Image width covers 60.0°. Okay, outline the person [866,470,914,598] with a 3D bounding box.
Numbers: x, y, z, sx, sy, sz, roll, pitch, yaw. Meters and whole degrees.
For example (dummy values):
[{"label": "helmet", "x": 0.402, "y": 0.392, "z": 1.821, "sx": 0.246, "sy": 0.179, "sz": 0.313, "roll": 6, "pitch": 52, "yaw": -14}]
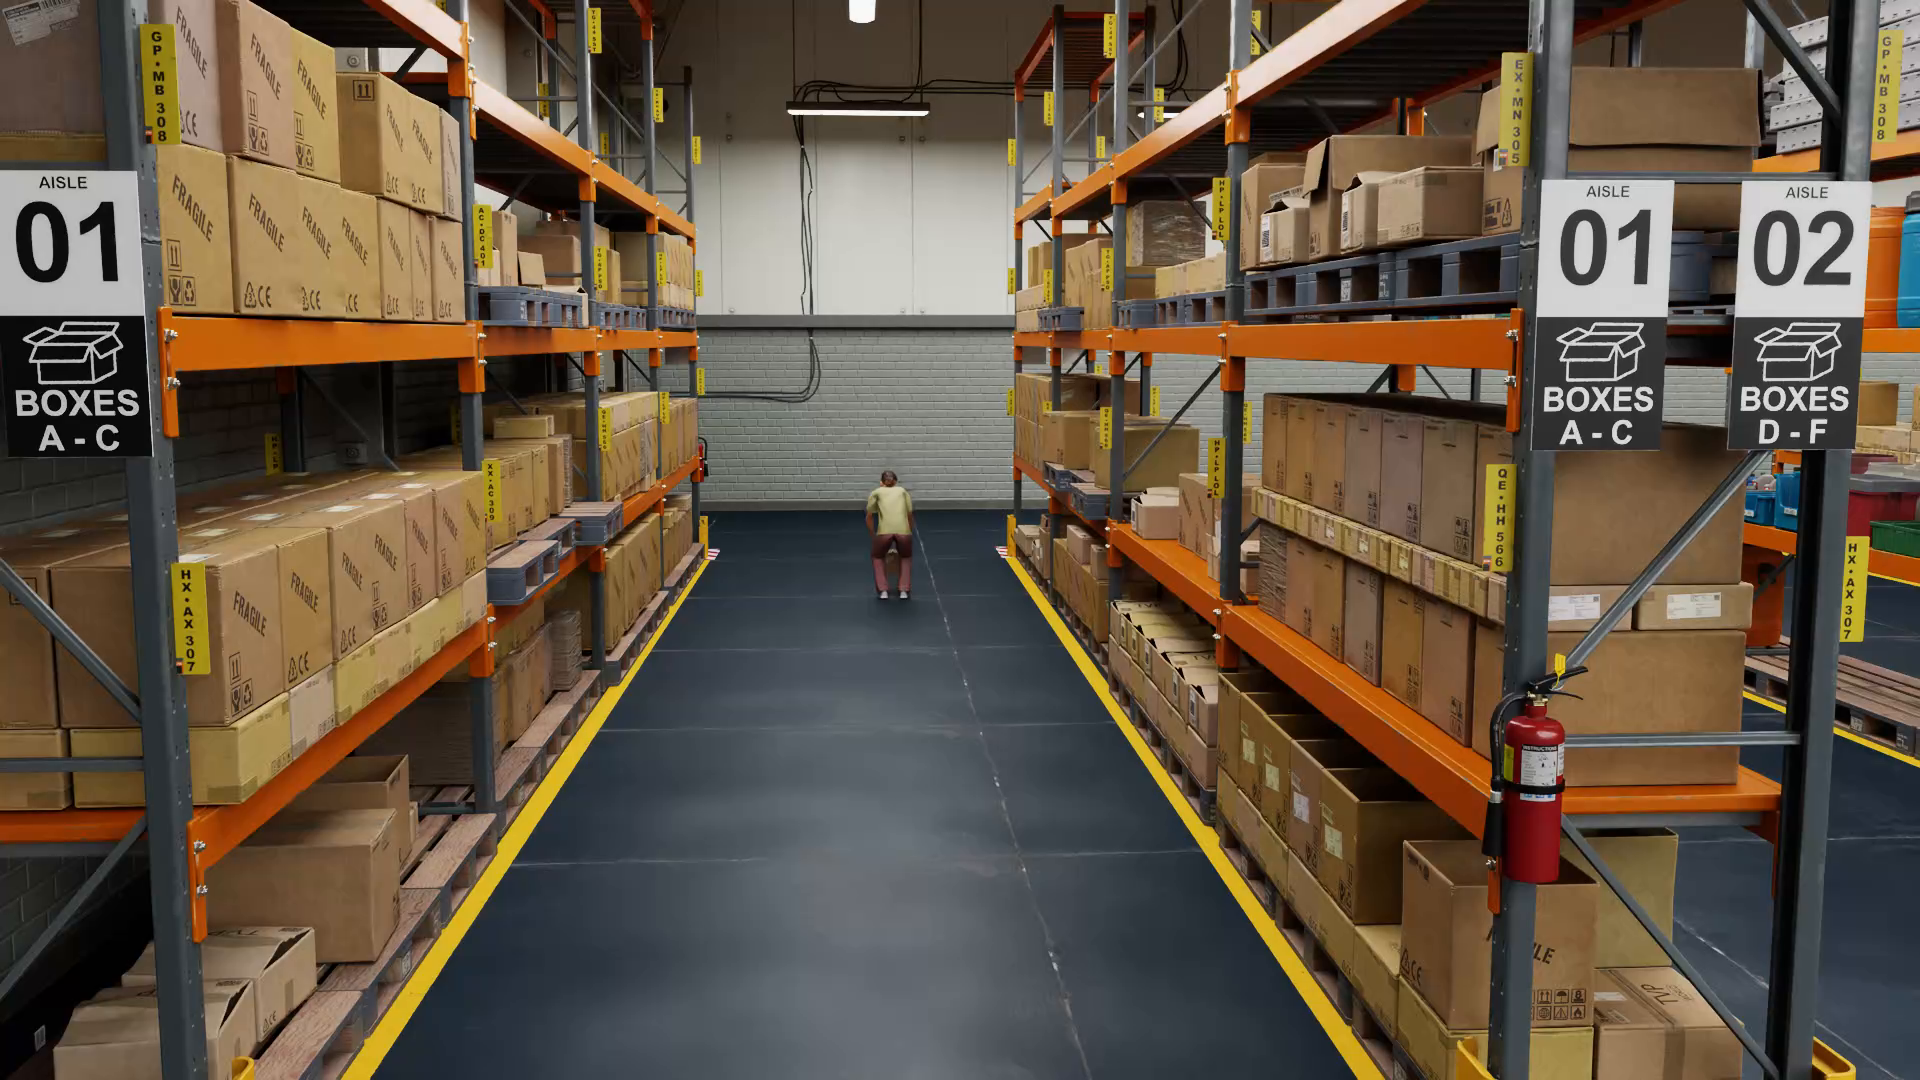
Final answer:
[{"label": "person", "x": -0.744, "y": -0.055, "z": 17.644, "sx": 0.511, "sy": 1.335, "sz": 0.666, "roll": 0, "pitch": 7, "yaw": -4}]
